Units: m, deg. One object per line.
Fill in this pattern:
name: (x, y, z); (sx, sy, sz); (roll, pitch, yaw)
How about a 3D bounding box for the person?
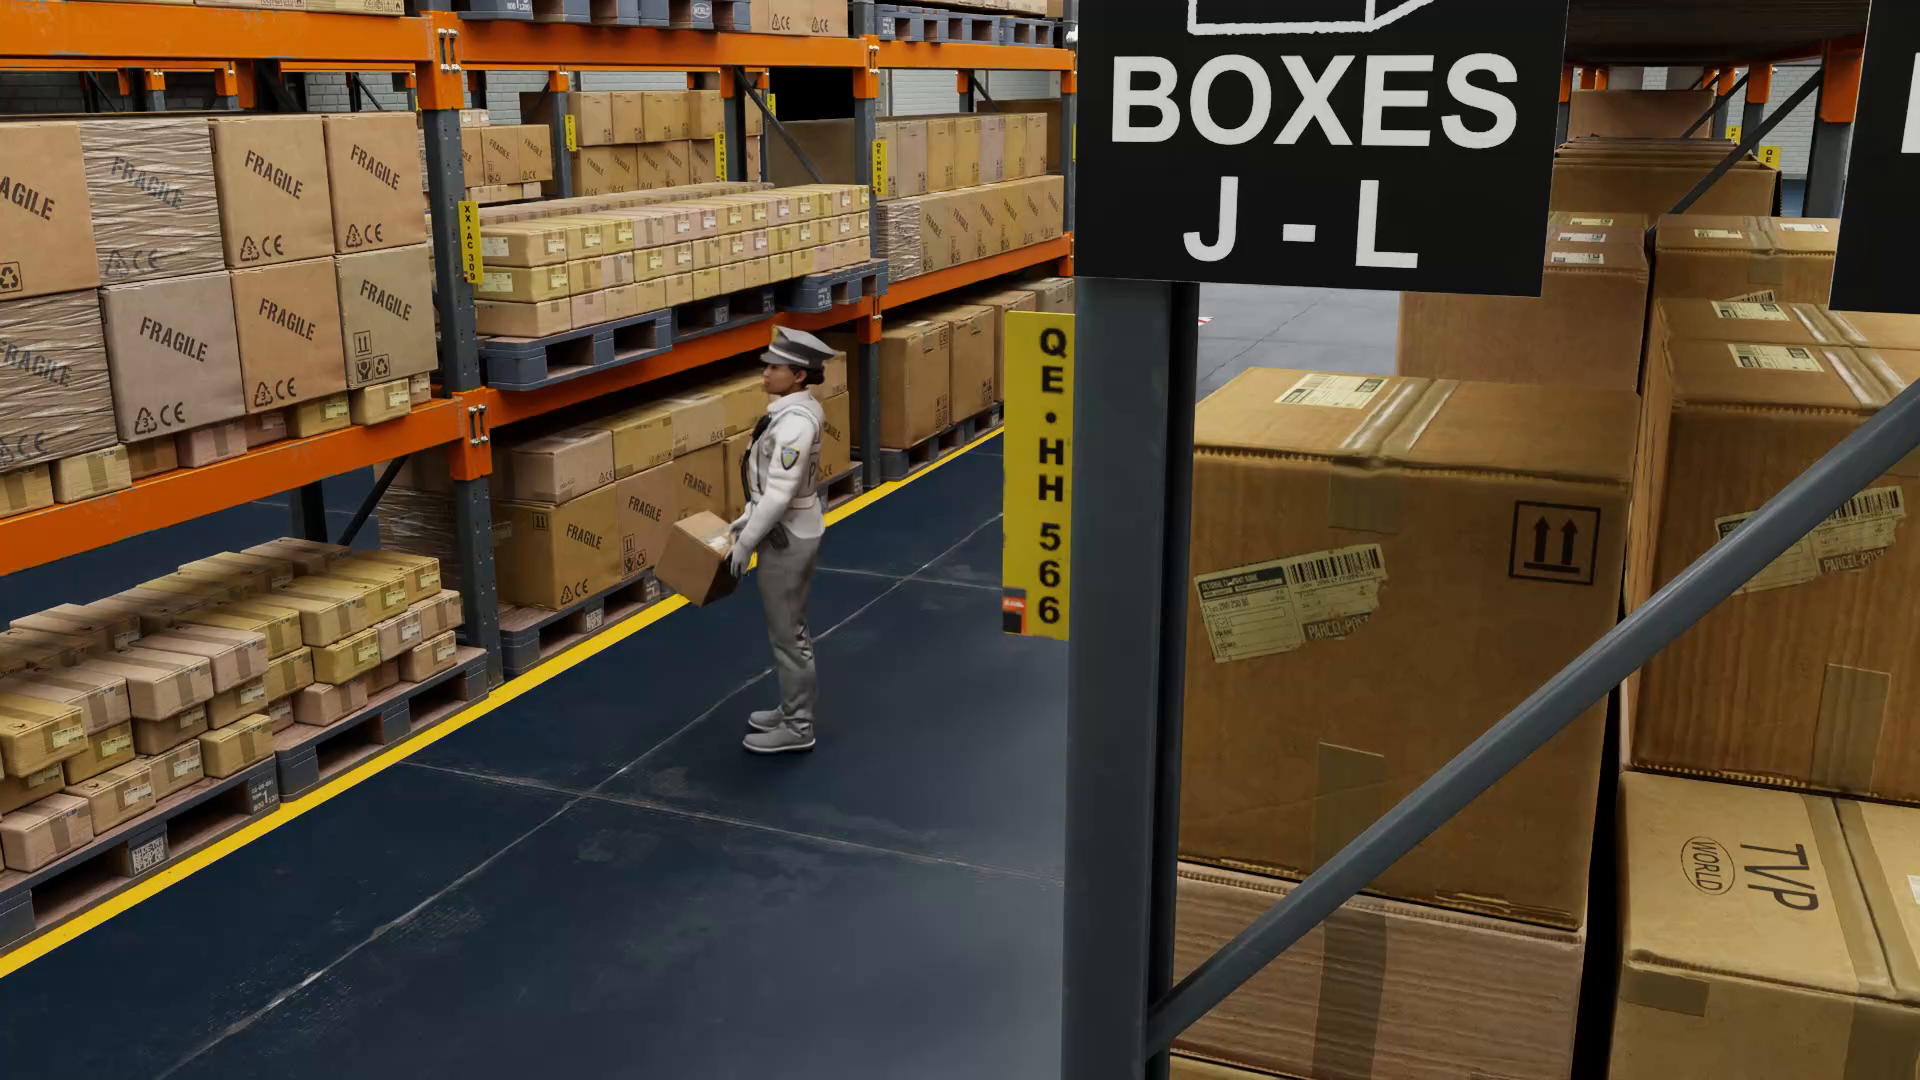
person: (-0.693, 0.007, 6.419); (0.457, 1.696, 0.542); (0, 16, -1)
